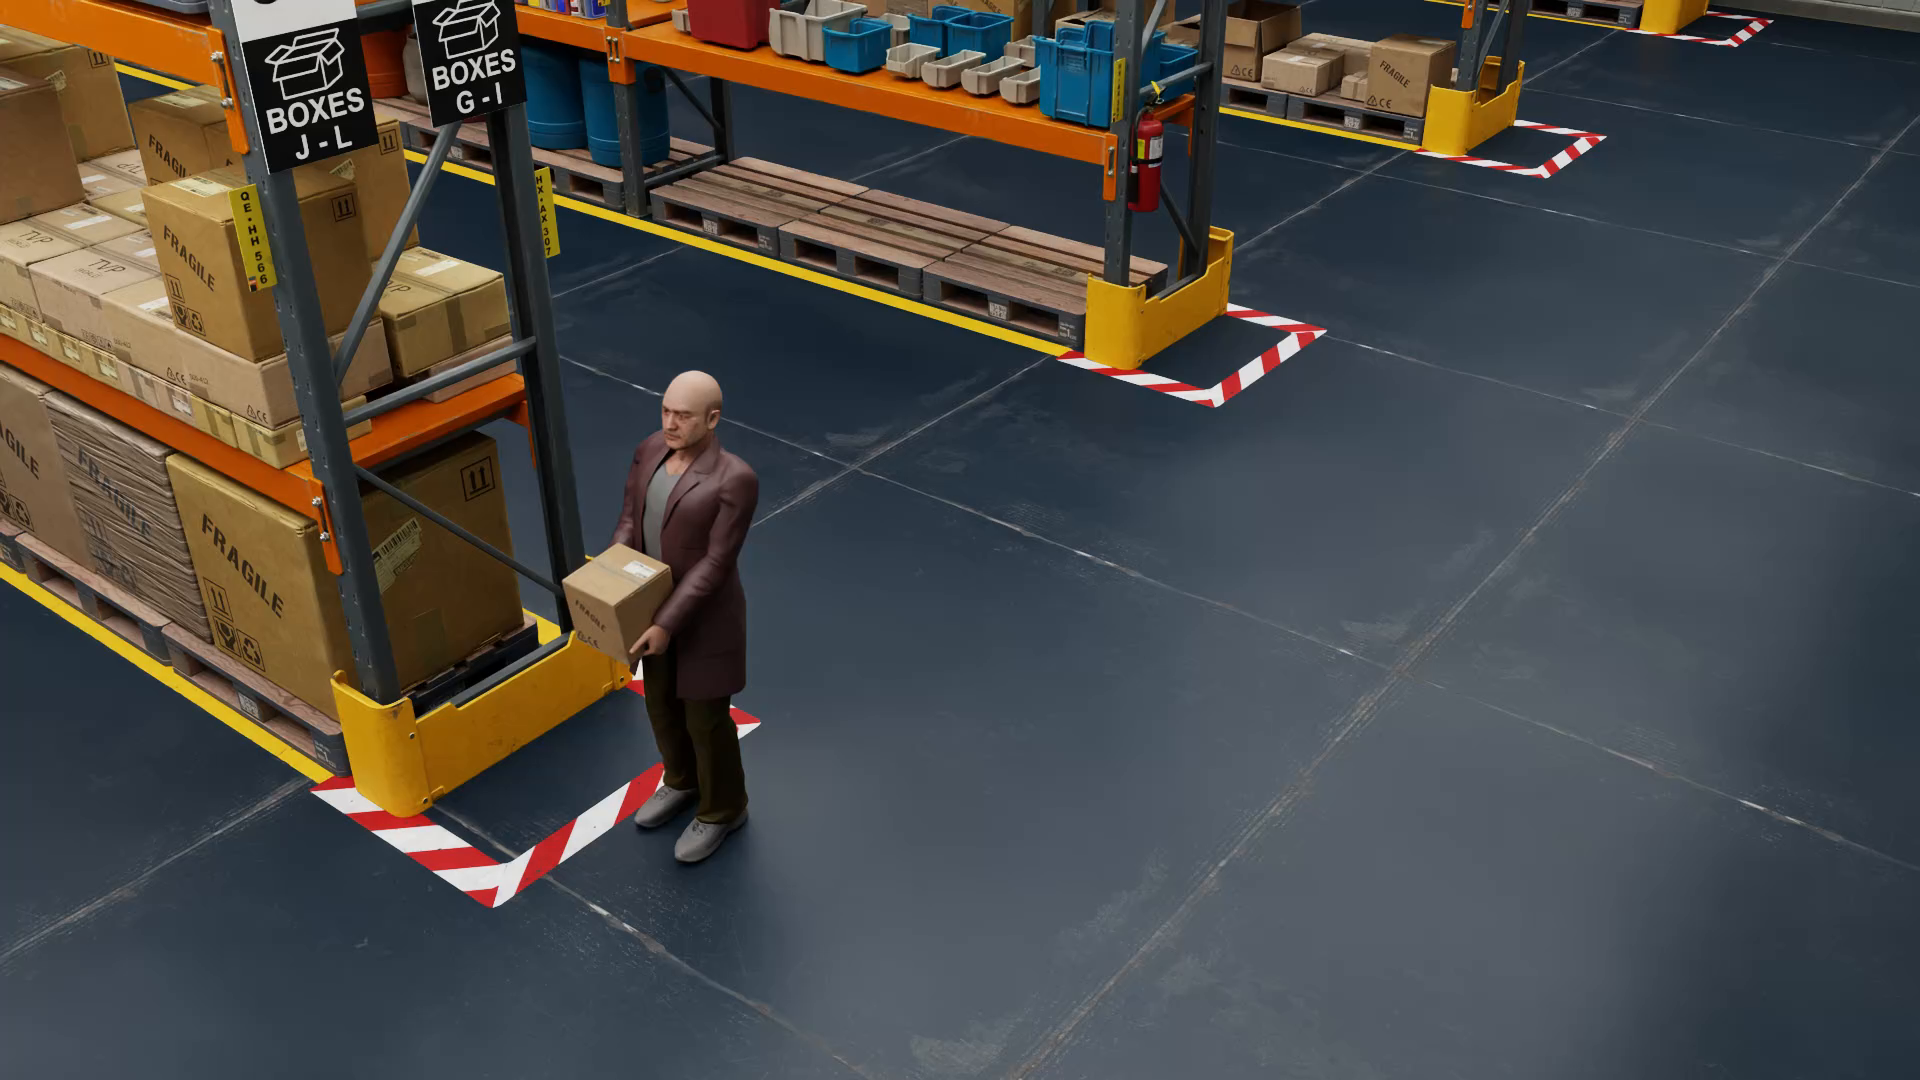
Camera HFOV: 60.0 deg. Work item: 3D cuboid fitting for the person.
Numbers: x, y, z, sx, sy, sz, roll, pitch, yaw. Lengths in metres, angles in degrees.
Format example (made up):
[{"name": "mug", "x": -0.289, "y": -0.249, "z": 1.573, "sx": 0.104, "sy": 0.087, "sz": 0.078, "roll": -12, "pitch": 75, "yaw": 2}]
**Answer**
[{"name": "person", "x": -0.983, "y": 0.296, "z": 5.649, "sx": 0.530, "sy": 1.770, "sz": 0.563, "roll": 22, "pitch": 37, "yaw": 32}]
